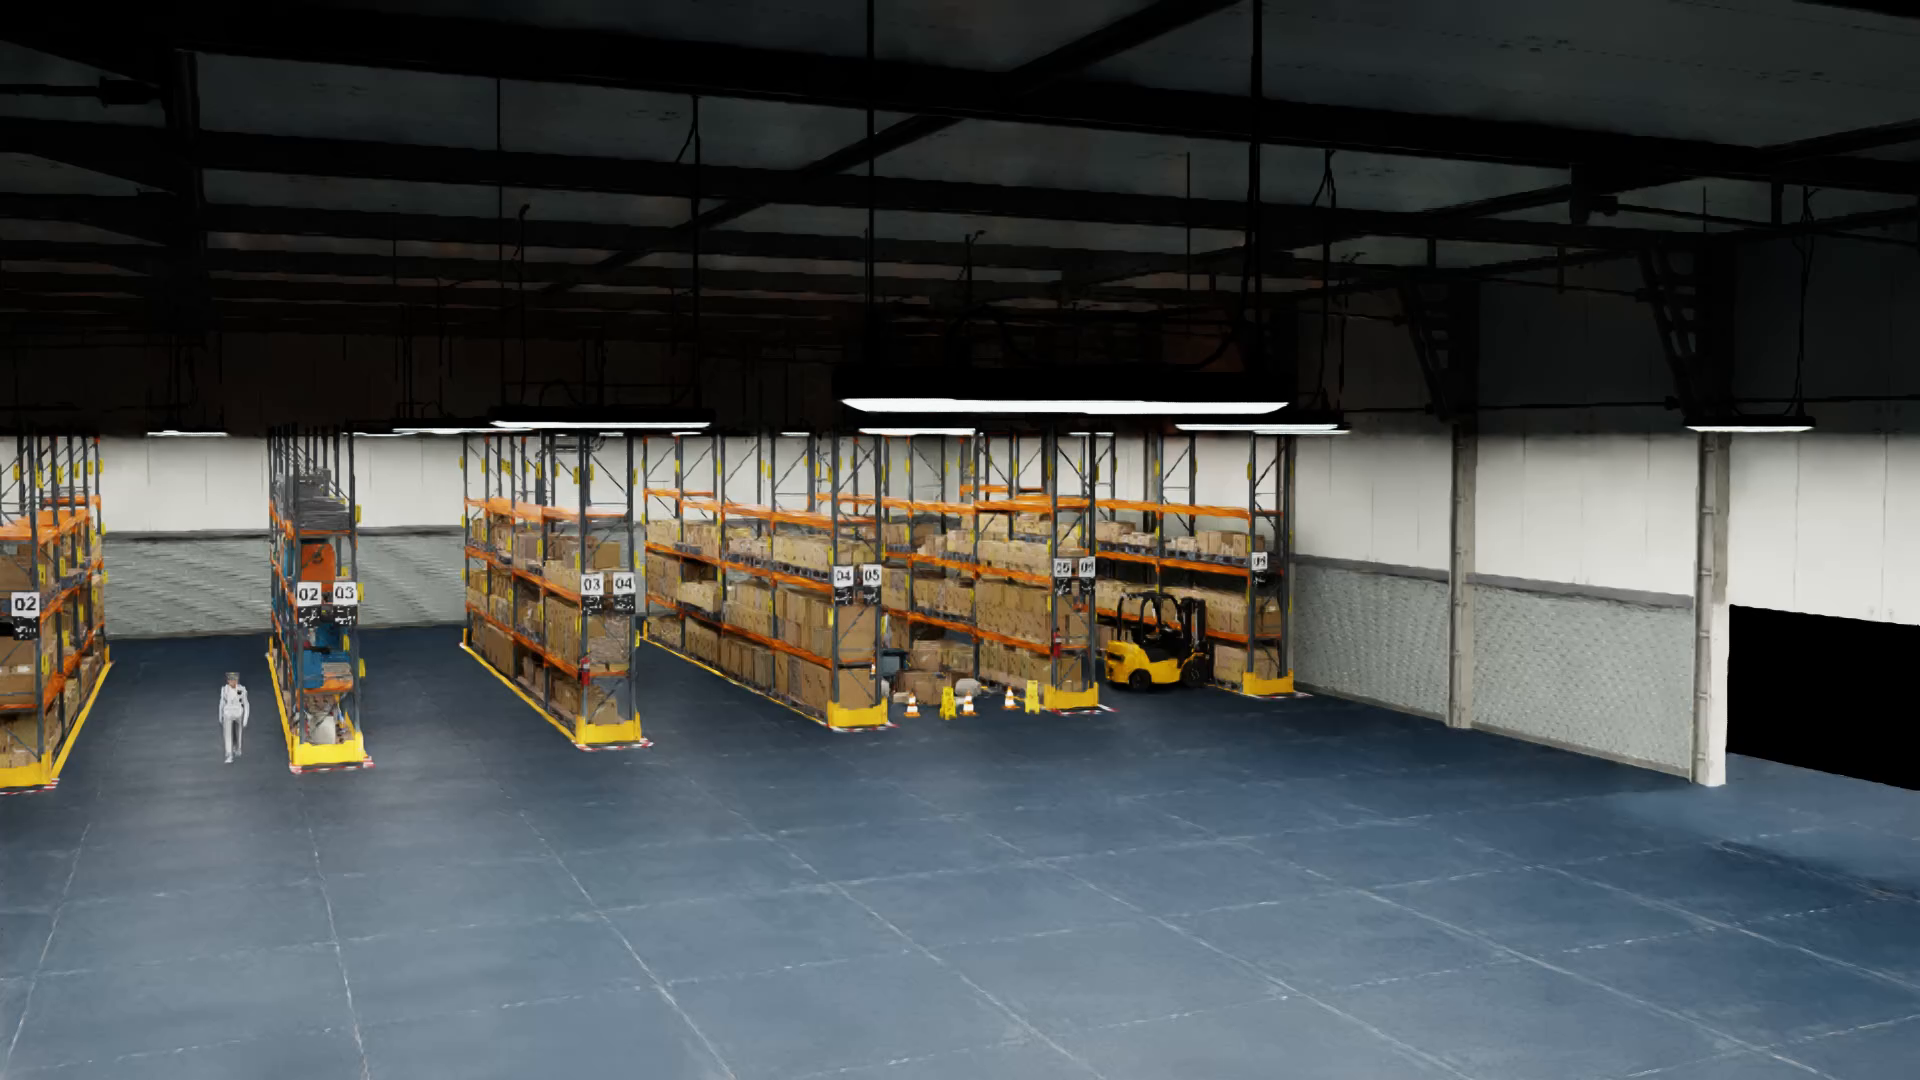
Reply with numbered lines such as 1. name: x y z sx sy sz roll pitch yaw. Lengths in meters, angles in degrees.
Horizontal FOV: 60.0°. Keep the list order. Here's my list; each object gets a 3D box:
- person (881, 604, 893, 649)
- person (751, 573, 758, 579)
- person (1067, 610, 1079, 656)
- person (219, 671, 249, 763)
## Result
1. person: -1.859 2.391 41.288 0.536 1.590 0.534 0 3 1
2. person: -6.082 1.833 49.141 0.680 1.774 0.699 -3 5 -40
3. person: 2.624 2.540 39.295 0.506 1.555 0.545 0 3 2
4. person: -12.868 3.105 29.495 0.488 1.590 1.079 -2 4 -26
